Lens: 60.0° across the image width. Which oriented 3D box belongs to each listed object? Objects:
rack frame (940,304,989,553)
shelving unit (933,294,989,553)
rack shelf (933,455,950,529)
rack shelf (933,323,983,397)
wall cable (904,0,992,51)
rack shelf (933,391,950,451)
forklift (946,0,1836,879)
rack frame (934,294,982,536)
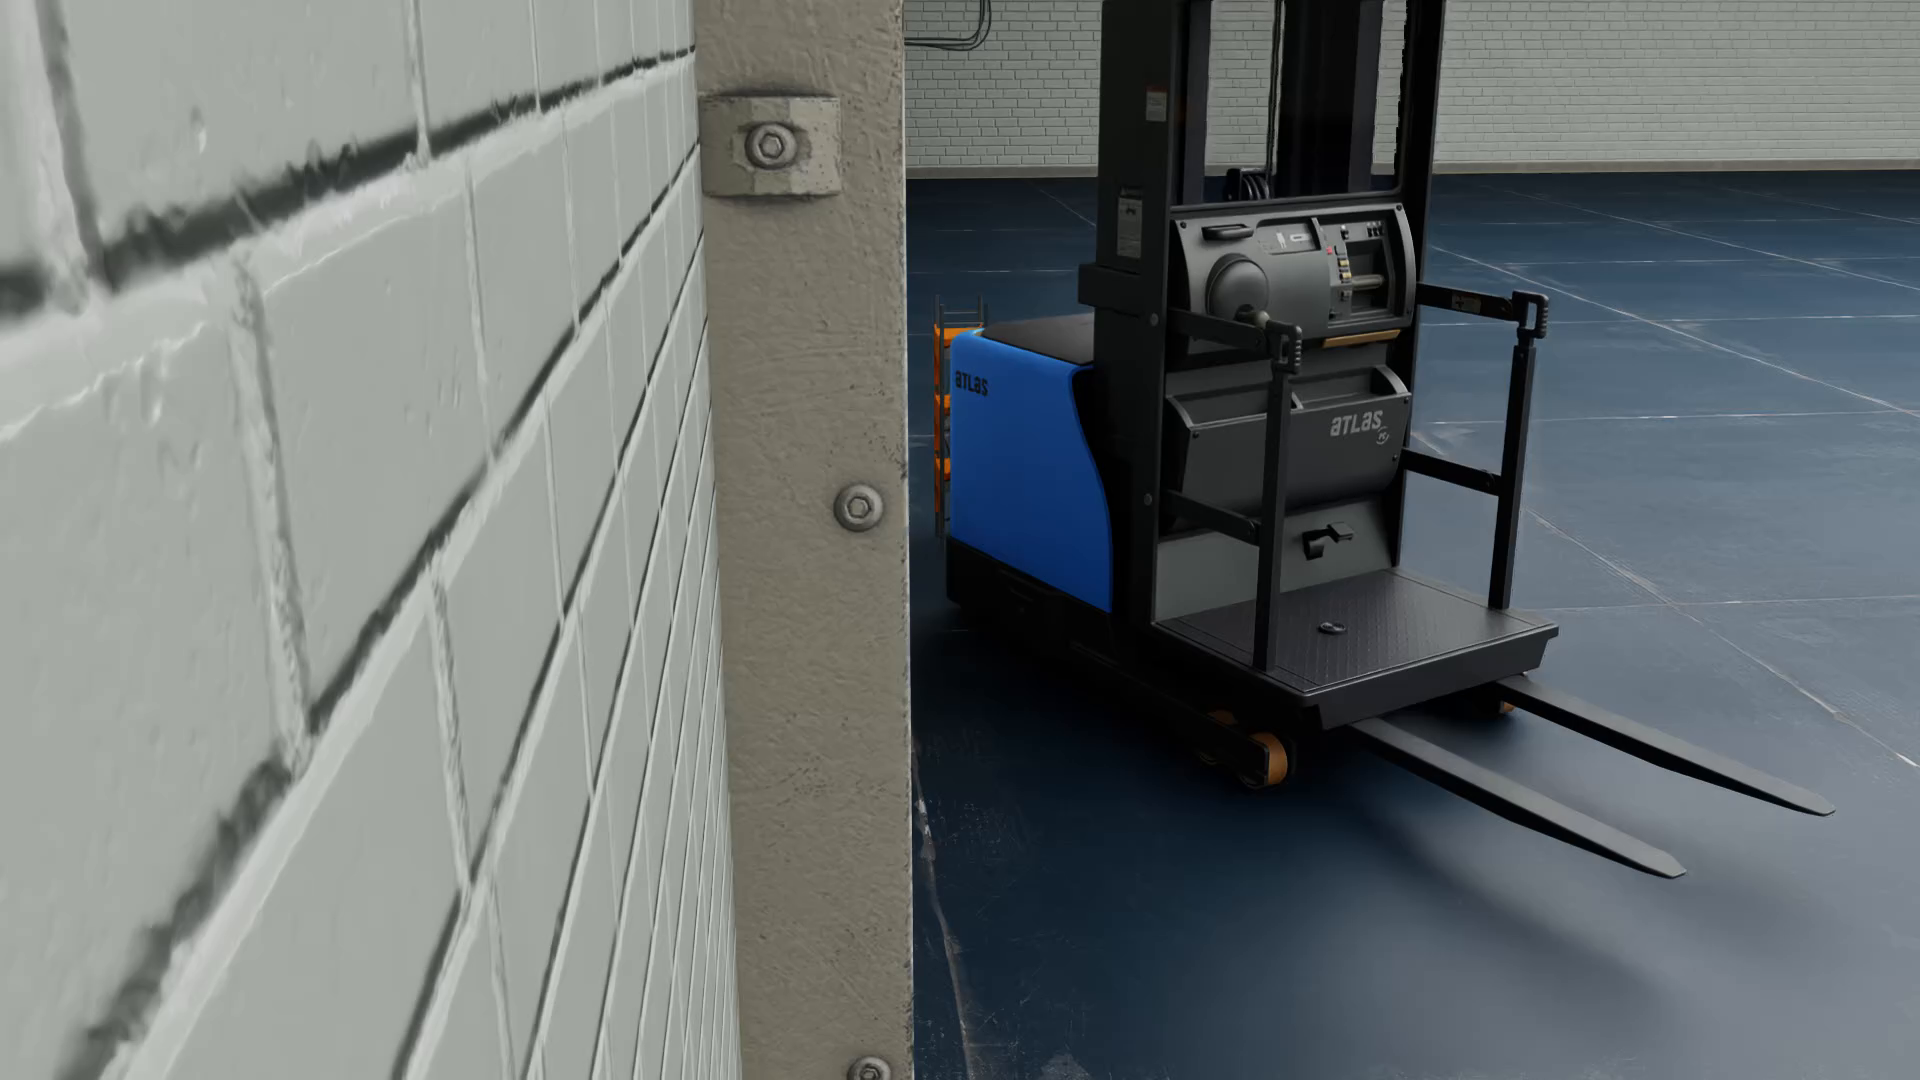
[{"bbox_3d":[0.018,-0.449,6.853,0.200,1.050,0.008,-2,18,-6],"label":"rack frame"},{"bbox_3d":[0.006,-0.485,6.969,0.215,1.050,0.252,-2,18,-6],"label":"shelving unit"},{"bbox_3d":[0.006,-0.210,7.055,0.215,0.259,0.240,-2,18,-6],"label":"rack shelf"},{"bbox_3d":[0.006,-0.746,6.887,0.215,0.259,0.240,-2,18,-6],"label":"rack shelf"},{"bbox_3d":[-1.100,-7.849,22.337,3.097,2.526,0.112,-2,18,-6],"label":"wall cable"},{"bbox_3d":[0.006,-0.475,6.972,0.215,0.259,0.240,-2,18,-6],"label":"rack shelf"},{"bbox_3d":[1.154,-0.830,4.928,1.130,2.935,3.031,-11,20,-30],"label":"forklift"},{"bbox_3d":[-0.007,-0.521,7.085,0.200,1.050,0.008,-2,18,-6],"label":"rack frame"}]
